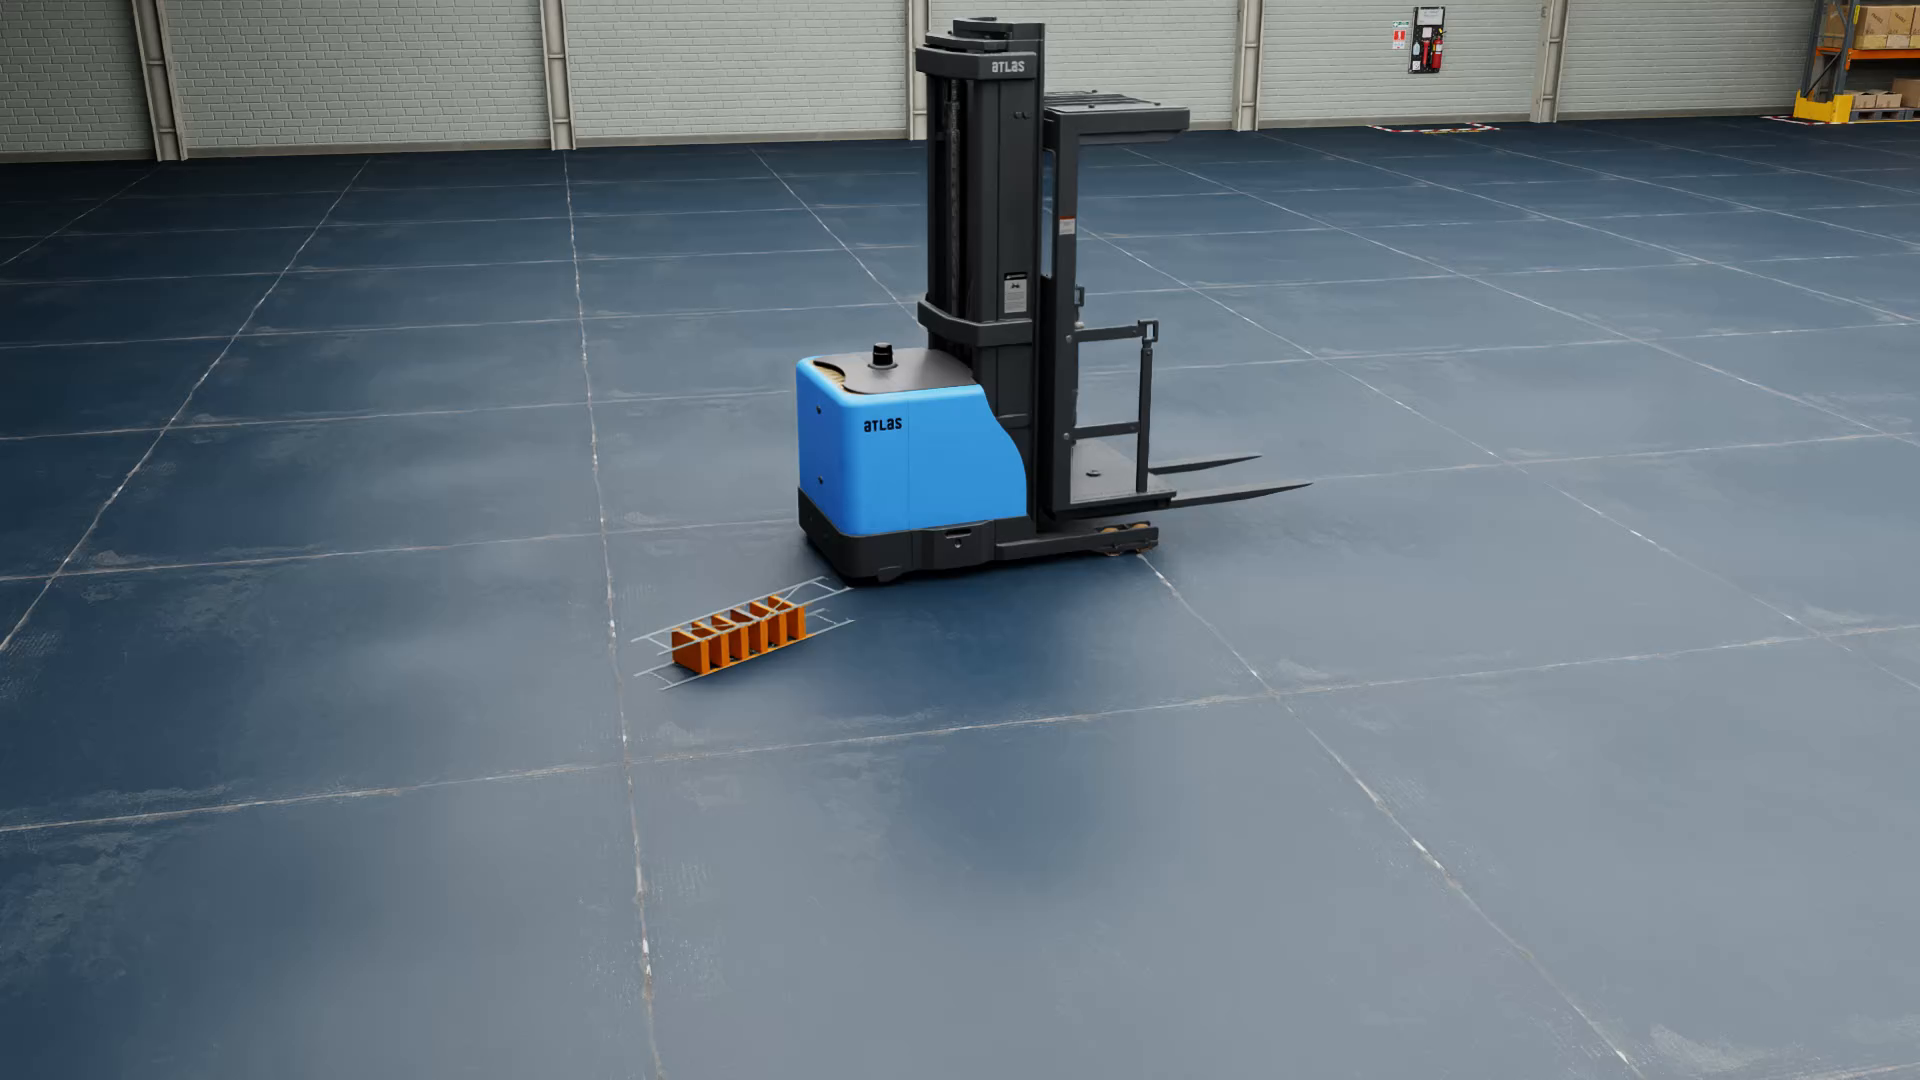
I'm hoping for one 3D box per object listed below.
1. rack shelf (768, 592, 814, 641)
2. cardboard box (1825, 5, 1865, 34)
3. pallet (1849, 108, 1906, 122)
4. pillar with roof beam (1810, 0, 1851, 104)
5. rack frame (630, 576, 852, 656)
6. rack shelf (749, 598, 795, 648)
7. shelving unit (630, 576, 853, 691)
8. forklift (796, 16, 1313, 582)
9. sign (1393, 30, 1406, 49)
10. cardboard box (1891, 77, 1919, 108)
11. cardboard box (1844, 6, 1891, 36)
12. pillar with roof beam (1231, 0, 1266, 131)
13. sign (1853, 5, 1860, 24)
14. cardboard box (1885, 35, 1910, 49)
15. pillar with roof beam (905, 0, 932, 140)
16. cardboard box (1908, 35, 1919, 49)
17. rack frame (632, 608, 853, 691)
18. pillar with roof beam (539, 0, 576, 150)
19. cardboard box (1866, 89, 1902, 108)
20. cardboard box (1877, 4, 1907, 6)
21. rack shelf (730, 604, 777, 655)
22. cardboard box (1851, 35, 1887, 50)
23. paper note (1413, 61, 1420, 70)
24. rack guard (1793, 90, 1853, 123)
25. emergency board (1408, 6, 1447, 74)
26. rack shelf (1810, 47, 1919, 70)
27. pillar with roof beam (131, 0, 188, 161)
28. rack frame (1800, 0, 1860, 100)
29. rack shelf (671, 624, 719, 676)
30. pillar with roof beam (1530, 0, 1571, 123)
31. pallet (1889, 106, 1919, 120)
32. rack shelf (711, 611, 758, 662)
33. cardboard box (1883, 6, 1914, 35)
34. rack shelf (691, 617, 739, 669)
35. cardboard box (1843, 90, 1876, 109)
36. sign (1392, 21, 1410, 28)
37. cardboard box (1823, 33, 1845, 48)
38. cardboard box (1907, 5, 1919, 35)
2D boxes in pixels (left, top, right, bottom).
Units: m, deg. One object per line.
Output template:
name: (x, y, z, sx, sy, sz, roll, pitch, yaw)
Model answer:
rack shelf: (-0.867, 0.384, 8.484, 0.103, 0.180, 0.258, -19, 27, -41)
cardboard box: (16.743, -9.822, 31.367, 0.500, 0.500, 0.500, -5, 21, -13)
pallet: (17.206, -8.172, 31.817, 1.213, 0.211, 1.003, -5, 21, -12)
pillar with roof beam: (17.806, -11.144, 27.153, 0.400, 9.000, 9.100, -5, 21, -12)
rack frame: (-1.069, 0.367, 8.265, 1.200, 0.006, 0.240, -19, 27, -41)
rack shelf: (-0.952, 0.413, 8.405, 0.103, 0.180, 0.258, -19, 27, -41)
shelving unit: (-1.069, 0.453, 8.296, 1.200, 0.189, 0.258, -19, 27, -41)
forklift: (0.618, -1.442, 9.490, 3.031, 2.935, 1.130, -7, 21, -19)
sign: (8.001, -9.118, 30.292, 0.234, 0.329, 0.001, -5, 21, -12)
cardboard box: (18.307, -8.567, 31.835, 0.500, 0.500, 0.700, -6, 21, -16)
cardboard box: (16.867, -9.651, 30.899, 0.500, 0.500, 0.500, -5, 21, -12)
pillar with roof beam: (6.128, -10.194, 24.560, 0.400, 9.000, 9.100, -5, 21, -12)
sign: (16.458, -9.648, 30.533, 0.005, 0.325, 0.100, -5, 21, -12)
cardboard box: (17.383, -9.340, 31.140, 0.500, 0.250, 0.500, -5, 21, -14)
pillar with roof beam: (0.289, -9.719, 23.264, 0.400, 9.000, 9.100, -5, 21, -12)
cardboard box: (17.880, -9.378, 31.245, 0.500, 0.250, 0.500, -5, 21, -13)
rack frame: (-1.069, 0.539, 8.328, 1.200, 0.006, 0.240, -19, 27, -41)
pillar with roof beam: (-5.550, -9.244, 21.968, 0.400, 9.000, 9.100, -5, 21, -12)
cardboard box: (17.582, -8.437, 31.755, 0.500, 0.311, 0.500, -3, 20, -8)
cardboard box: (17.737, -9.901, 31.582, 0.500, 0.500, 0.500, -5, 21, -14)
rack shelf: (-1.038, 0.442, 8.325, 0.103, 0.180, 0.258, -19, 27, -41)
cardboard box: (16.881, -9.294, 31.015, 0.500, 0.250, 0.500, -5, 21, -14)
paper note: (8.374, -8.706, 30.500, 0.142, 0.148, 0.016, -5, 21, -12)
rack guard: (16.407, -8.255, 31.624, 0.348, 0.500, 1.175, -5, 21, -12)
emergency board: (8.562, -9.110, 30.323, 0.643, 1.169, 0.194, -5, 21, -12)
rack shelf: (18.279, -9.243, 31.733, 4.000, 0.370, 1.077, -5, 21, -12)
pillar with roof beam: (-11.389, -8.769, 20.671, 0.400, 9.000, 9.100, -5, 21, -12)
rack frame: (16.333, -9.423, 31.177, 0.127, 3.000, 1.000, -5, 21, -12)
rack shelf: (-1.293, 0.529, 8.088, 0.103, 0.180, 0.258, -19, 27, -41)
pillar with roof beam: (11.967, -10.669, 25.857, 0.400, 9.000, 9.100, -5, 21, -12)
pallet: (18.391, -8.267, 32.077, 1.213, 0.211, 1.003, -5, 21, -12)
rack shelf: (-1.123, 0.471, 8.246, 0.103, 0.180, 0.258, -19, 27, -41)
cardboard box: (17.350, -9.687, 30.997, 0.500, 0.500, 0.500, -5, 21, -12)
rack shelf: (-1.208, 0.500, 8.167, 0.103, 0.180, 0.258, -19, 27, -41)
cardboard box: (17.027, -8.392, 31.631, 0.500, 0.311, 0.500, -7, 21, -19)
sign: (8.007, -9.364, 30.194, 0.331, 0.109, 0.001, -5, 21, -12)
cardboard box: (16.743, -9.464, 31.478, 0.500, 0.250, 0.500, -4, 21, -12)
cardboard box: (17.854, -9.726, 31.103, 0.500, 0.500, 0.500, -5, 21, -14)
